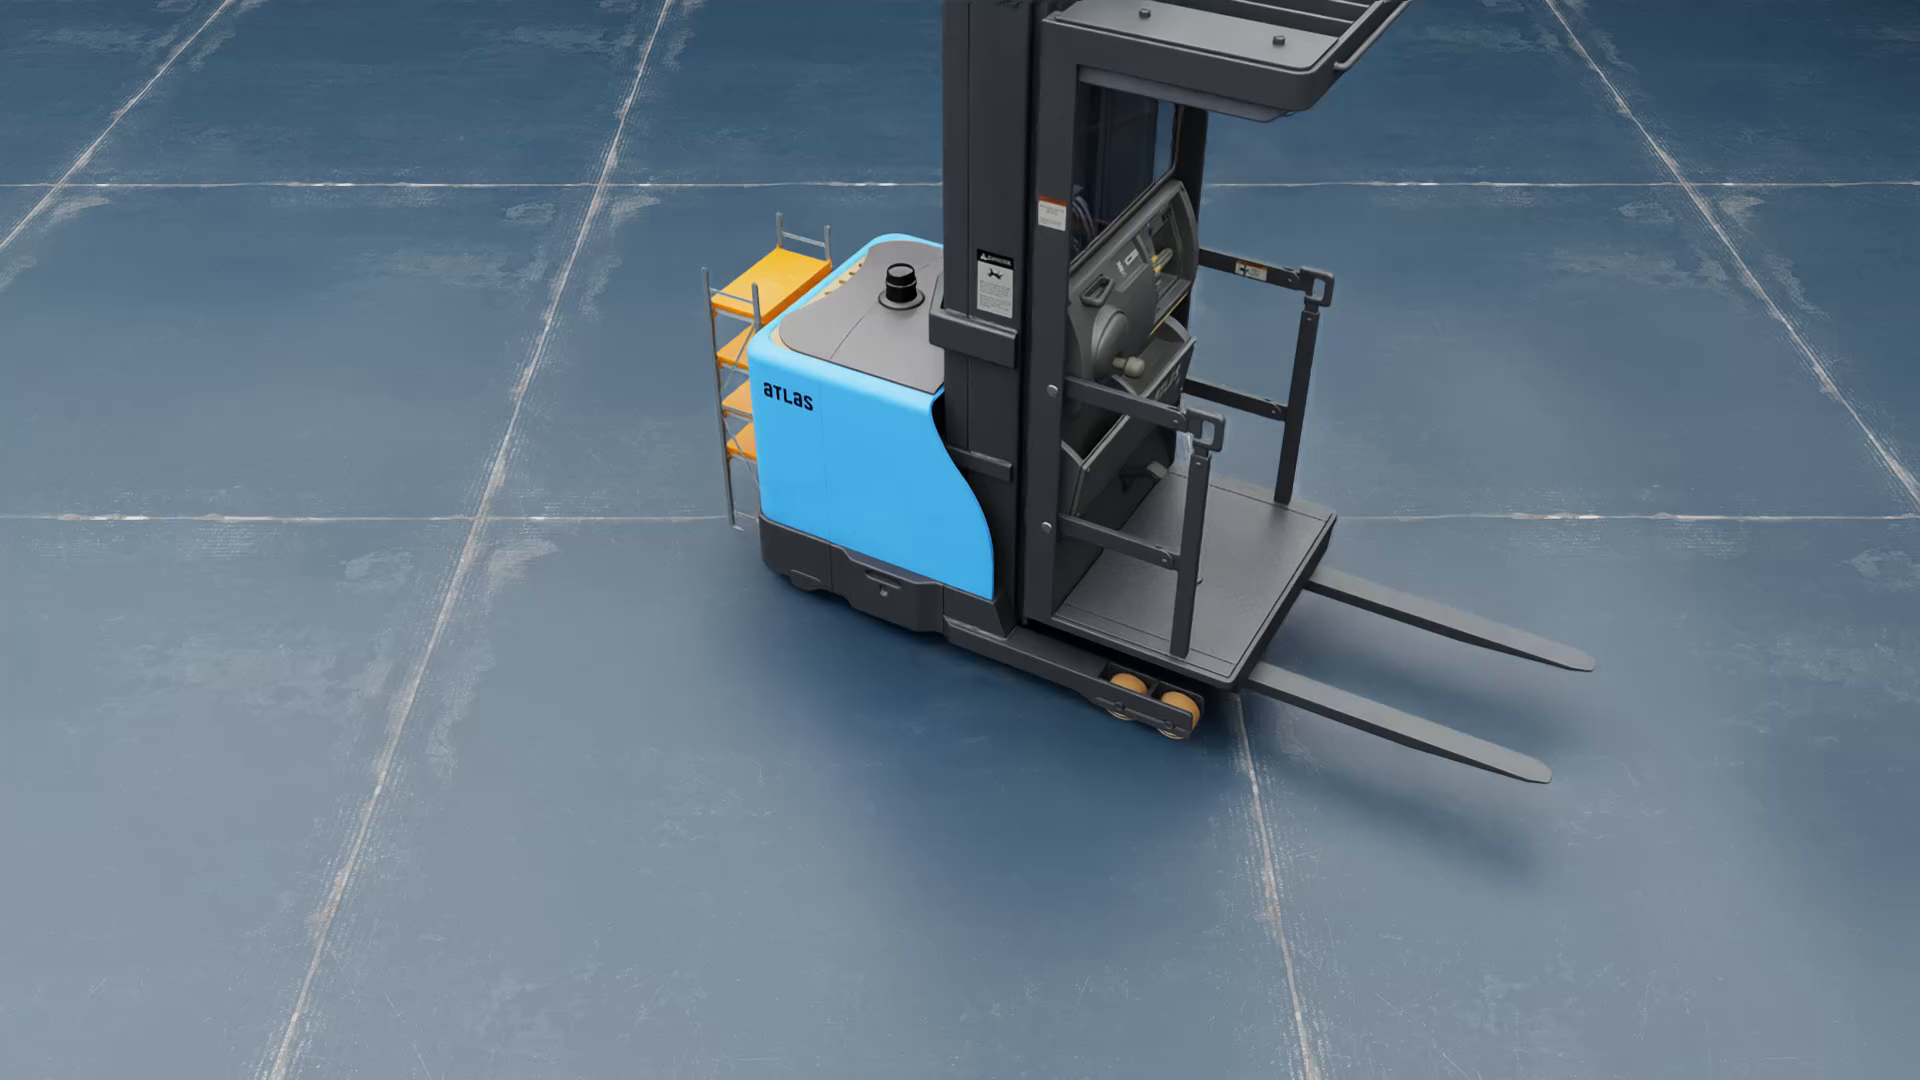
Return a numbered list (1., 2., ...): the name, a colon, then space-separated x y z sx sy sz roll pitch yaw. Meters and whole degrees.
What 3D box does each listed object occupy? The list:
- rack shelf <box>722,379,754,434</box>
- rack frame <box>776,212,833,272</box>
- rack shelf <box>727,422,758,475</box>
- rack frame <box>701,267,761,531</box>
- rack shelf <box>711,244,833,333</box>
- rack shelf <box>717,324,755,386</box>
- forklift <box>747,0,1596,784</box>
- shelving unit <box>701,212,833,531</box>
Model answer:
1. rack shelf: -0.718 -0.569 6.608 0.258 0.148 0.480 19 42 22
2. rack frame: -0.601 -0.755 6.733 0.240 1.200 0.015 19 42 22
3. rack shelf: -0.718 -0.414 6.732 0.258 0.148 0.480 19 42 22
4. rack frame: -0.836 -0.487 6.399 0.240 1.200 0.015 19 42 22
5. rack shelf: -0.718 -0.928 6.320 0.258 0.148 0.480 19 42 22
6. rack shelf: -0.718 -0.743 6.468 0.258 0.148 0.480 19 42 22
7. forklift: 0.759 -0.823 5.433 3.031 2.935 1.130 19 43 22
8. shelving unit: -0.718 -0.621 6.566 0.258 1.200 0.503 19 42 22
